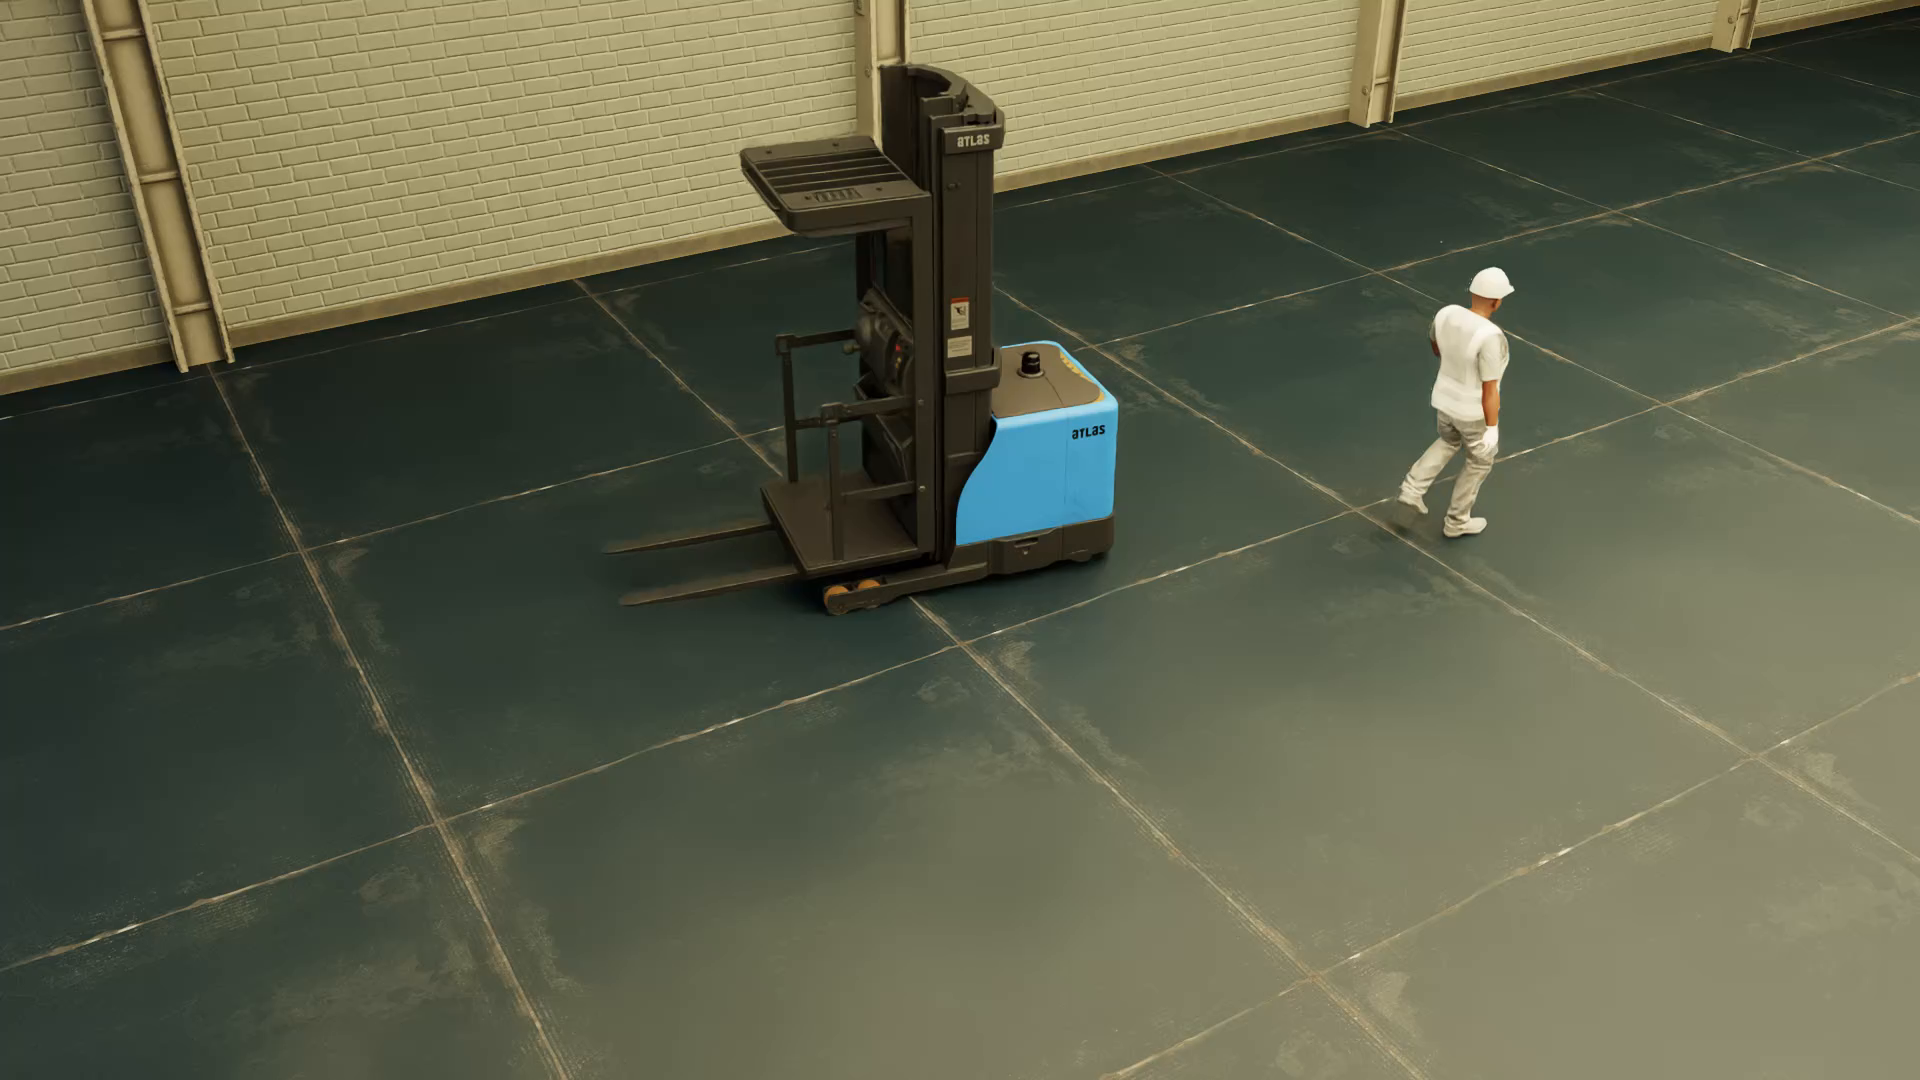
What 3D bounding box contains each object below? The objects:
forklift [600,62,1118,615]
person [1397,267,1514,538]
[{"bbox_3d":[-0.624,-1.124,9.524,3.031,2.935,1.130,-11,33,-17],"label":"forklift"},{"bbox_3d":[3.074,-0.826,10.164,0.543,1.765,0.797,-15,34,-24],"label":"person"}]
